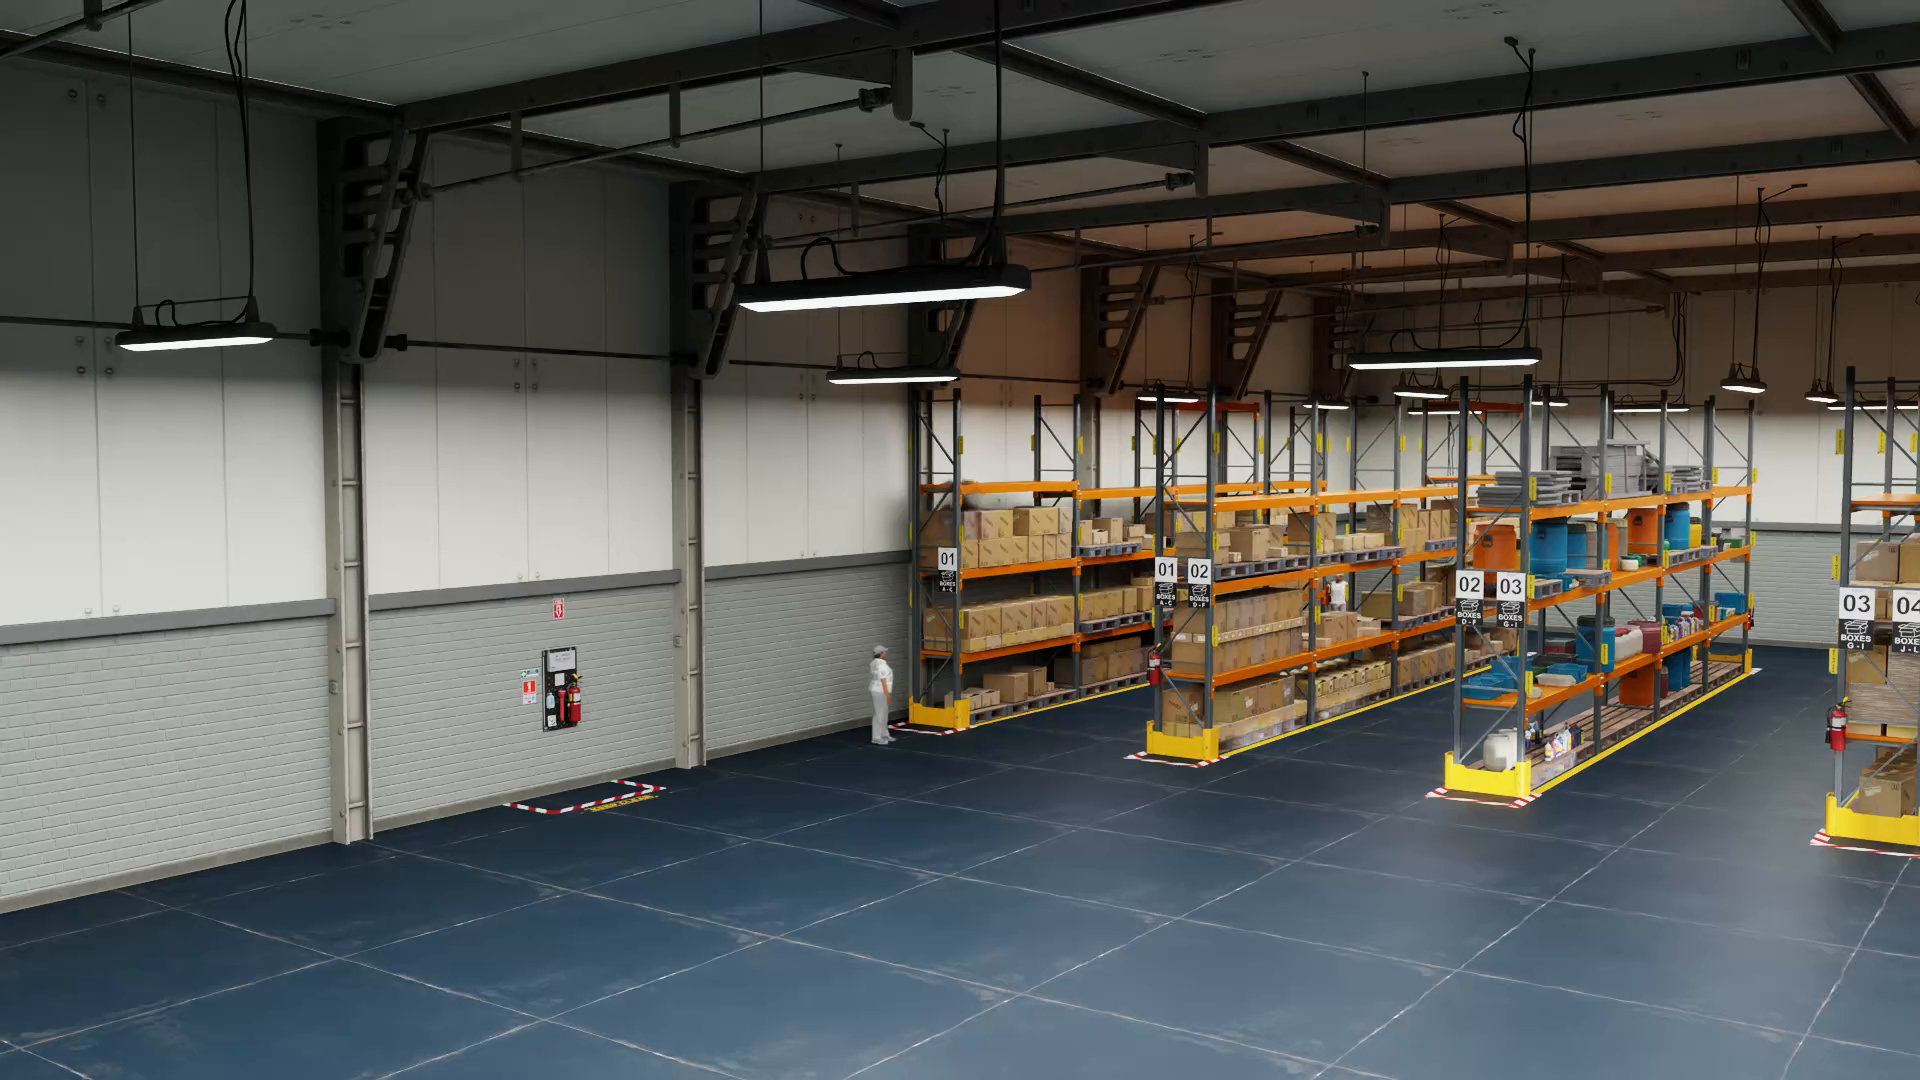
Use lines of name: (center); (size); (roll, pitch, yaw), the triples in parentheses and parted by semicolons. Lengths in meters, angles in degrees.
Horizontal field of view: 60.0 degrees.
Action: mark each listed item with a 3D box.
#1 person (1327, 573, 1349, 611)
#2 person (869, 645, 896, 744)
person: (9.854, 1.671, 43.147); (0.578, 1.763, 0.663); (0, 3, 3)
person: (-1.286, 2.593, 27.969); (0.490, 1.673, 0.590); (-1, 3, -9)
